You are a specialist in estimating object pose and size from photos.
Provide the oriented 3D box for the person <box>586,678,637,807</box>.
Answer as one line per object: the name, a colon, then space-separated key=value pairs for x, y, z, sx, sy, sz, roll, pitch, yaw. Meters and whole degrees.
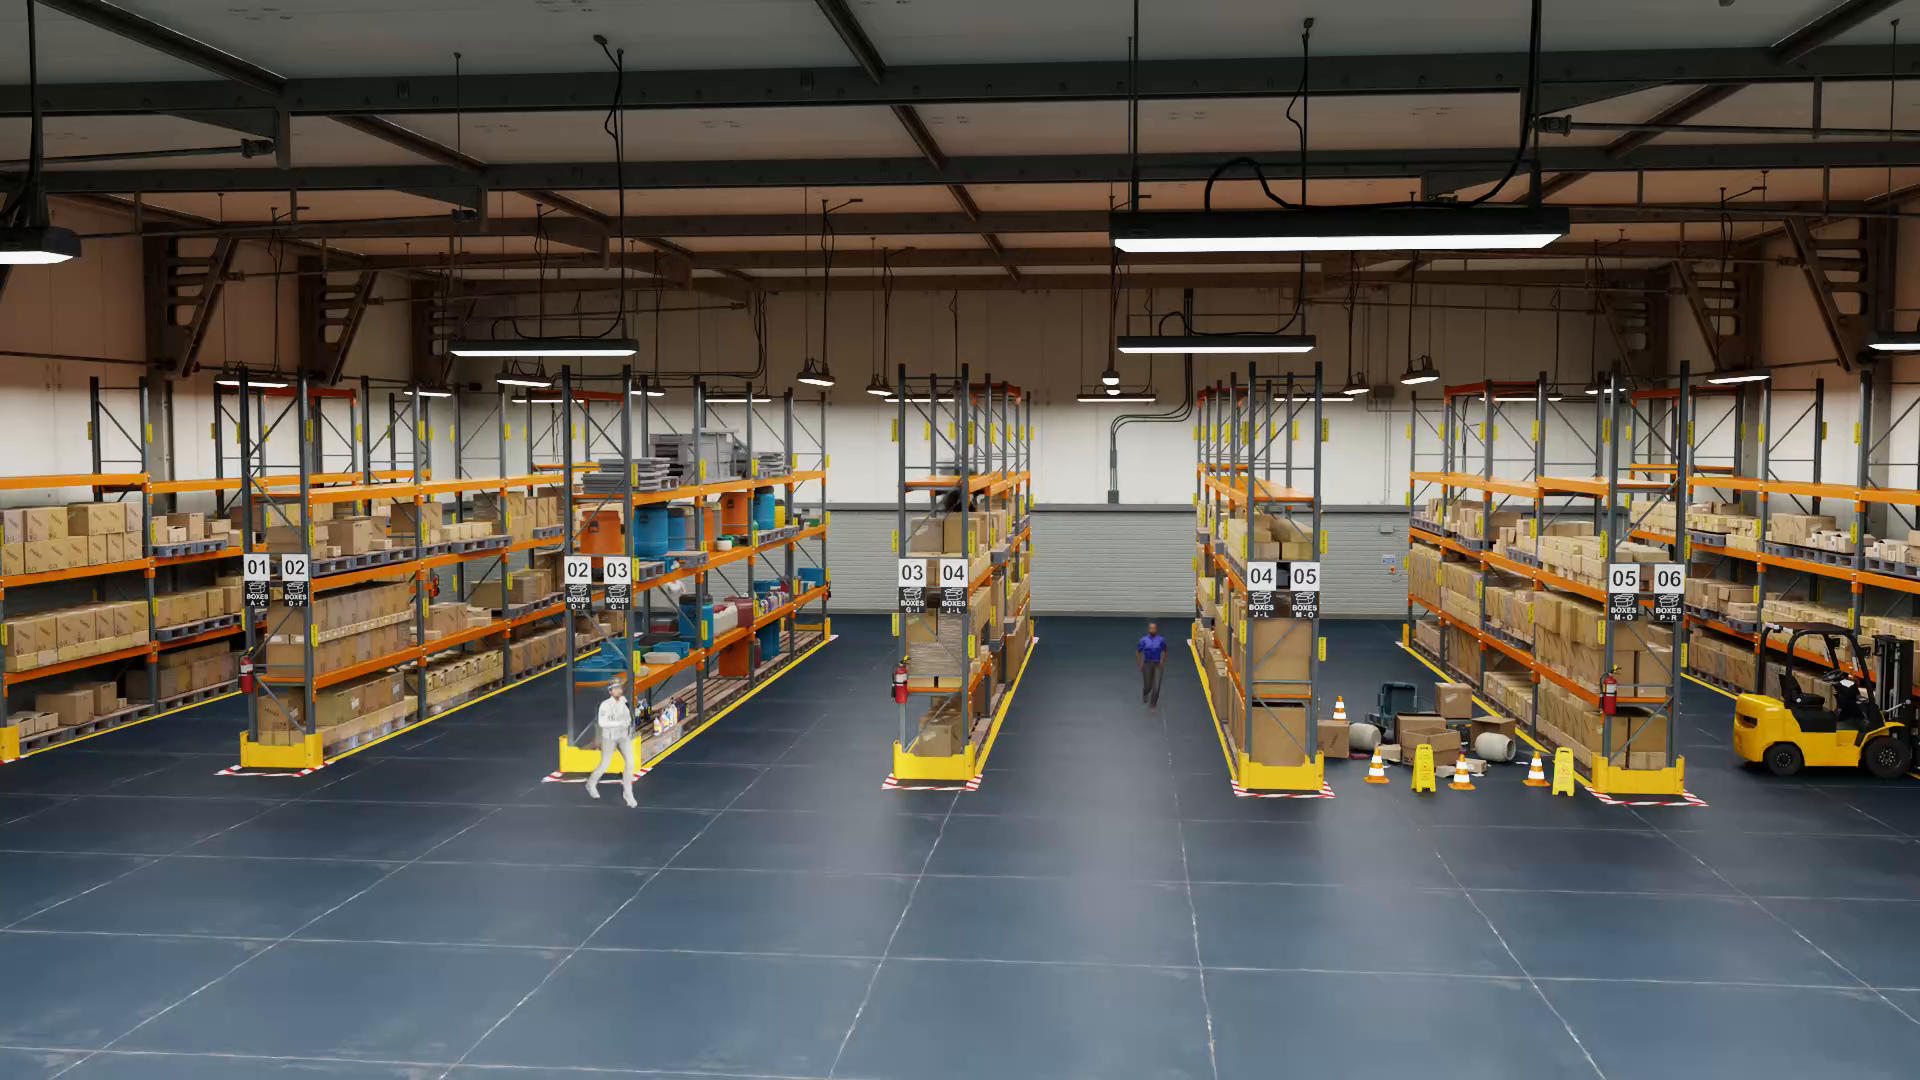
person: x=-4.688 y=2.715 z=22.515 sx=0.881 sy=1.743 sz=0.623 roll=4 pitch=5 yaw=44

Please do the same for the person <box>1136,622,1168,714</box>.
person: x=3.435 y=2.275 z=29.707 sx=0.582 sy=1.618 sz=0.578 roll=0 pitch=4 yaw=-1

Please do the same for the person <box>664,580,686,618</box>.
person: x=-7.076 y=1.558 z=41.389 sx=0.648 sy=1.573 sz=0.671 roll=-3 pitch=4 yaw=-35
